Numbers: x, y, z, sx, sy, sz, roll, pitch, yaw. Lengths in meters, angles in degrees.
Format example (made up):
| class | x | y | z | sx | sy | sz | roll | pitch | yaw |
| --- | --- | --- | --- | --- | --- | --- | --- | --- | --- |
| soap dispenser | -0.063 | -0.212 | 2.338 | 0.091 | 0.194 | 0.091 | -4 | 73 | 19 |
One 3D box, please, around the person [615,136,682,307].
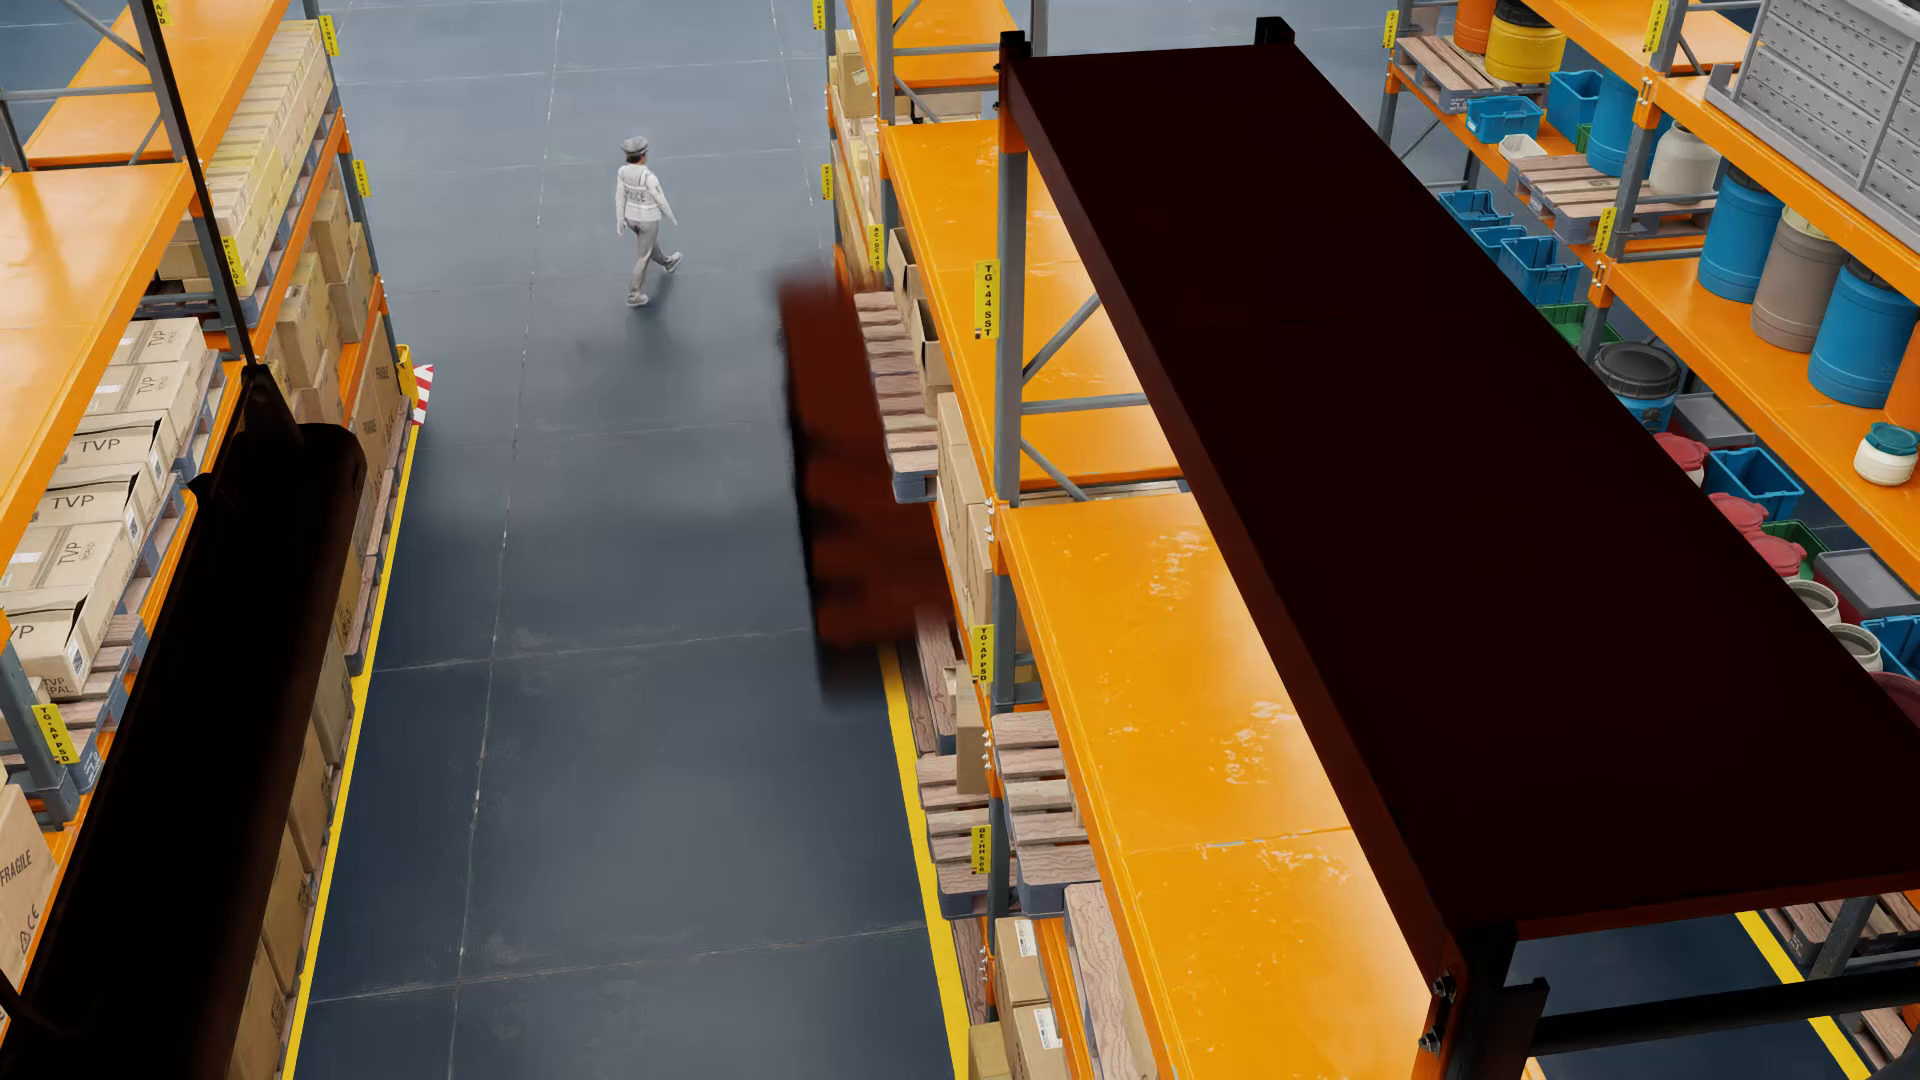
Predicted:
| class | x | y | z | sx | sy | sz | roll | pitch | yaw |
| --- | --- | --- | --- | --- | --- | --- | --- | --- | --- |
| person | -3.056 | -3.211 | 16.430 | 0.518 | 1.610 | 1.045 | 22 | 42 | 27 |
